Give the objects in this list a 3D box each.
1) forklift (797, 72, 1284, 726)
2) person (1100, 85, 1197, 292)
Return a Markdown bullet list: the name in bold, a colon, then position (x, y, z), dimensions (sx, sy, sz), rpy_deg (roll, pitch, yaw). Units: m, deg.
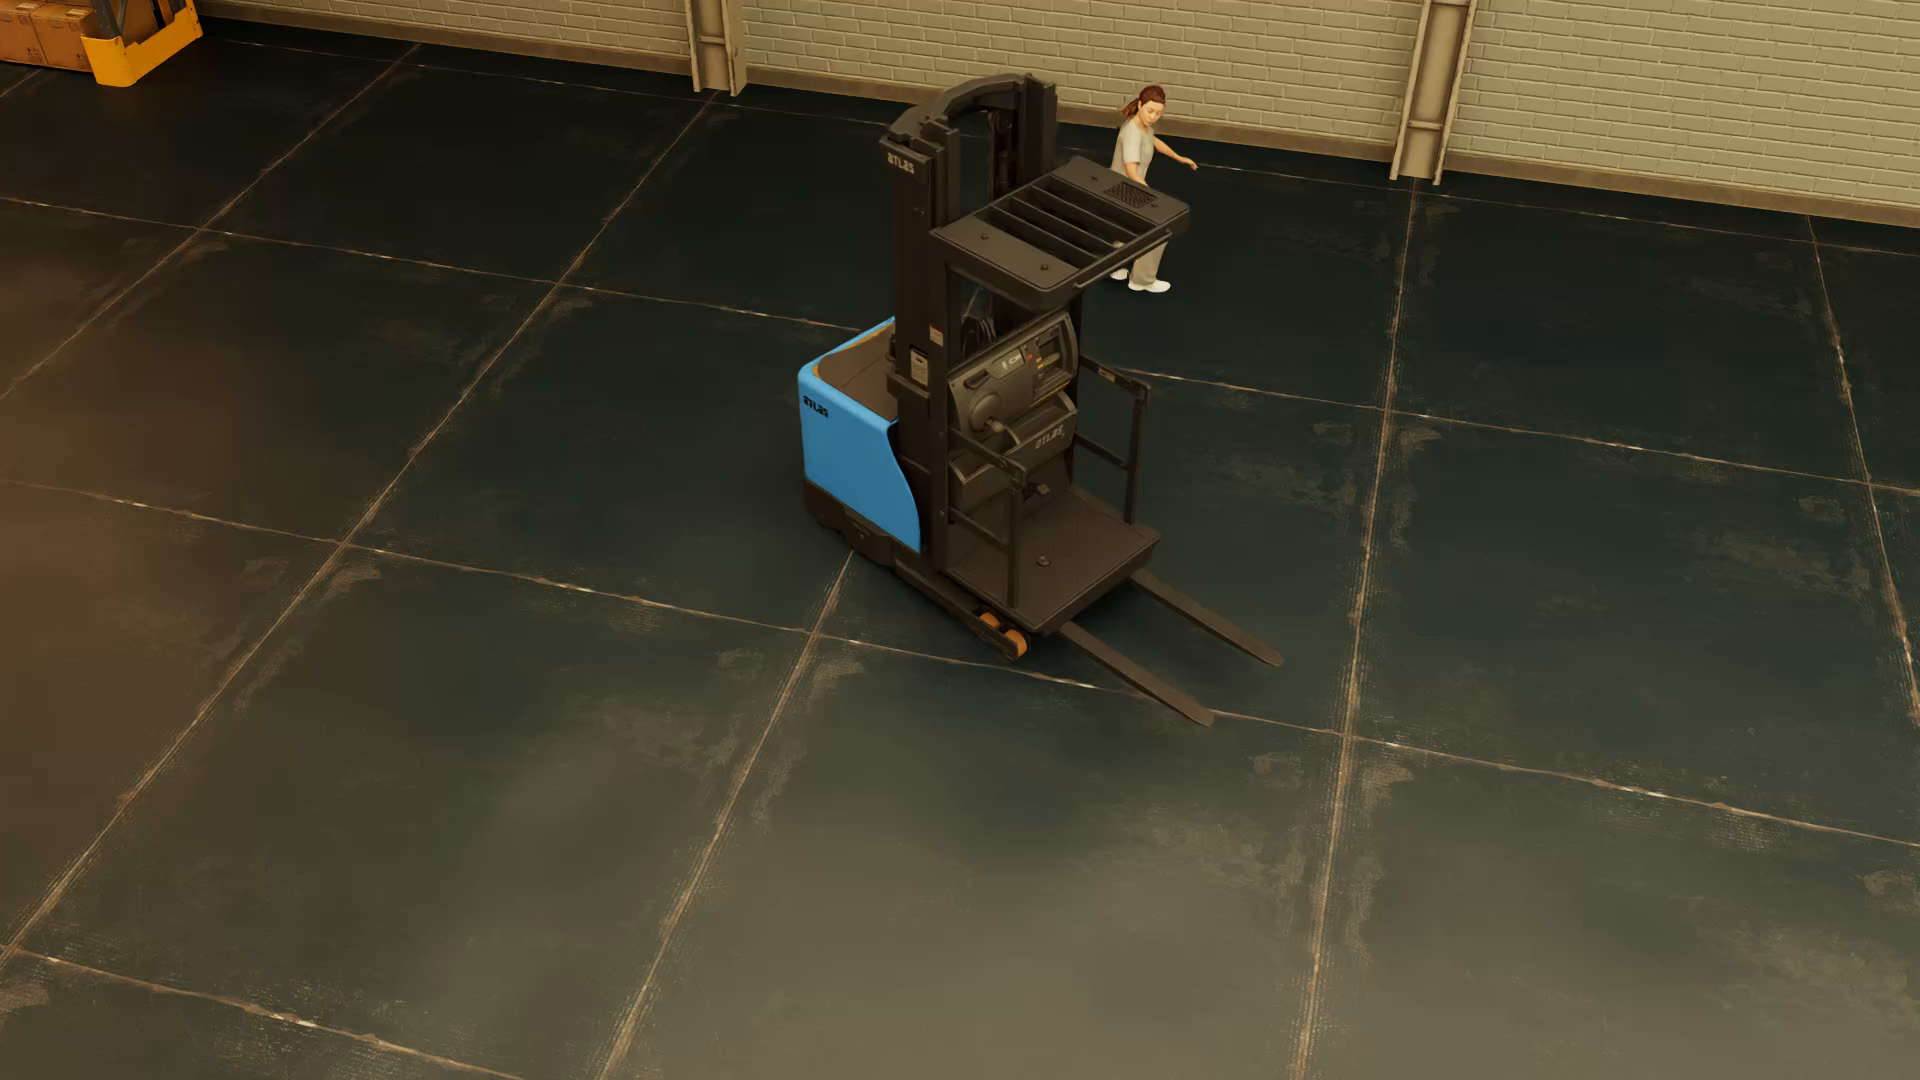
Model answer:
- **forklift**: position (0.445, -0.823, 8.801), dimensions (3.031, 2.935, 1.130), rpy_deg (33, 51, 32)
- **person**: position (1.337, -2.426, 11.663), dimensions (0.698, 1.570, 0.718), rpy_deg (-2, 41, -2)
